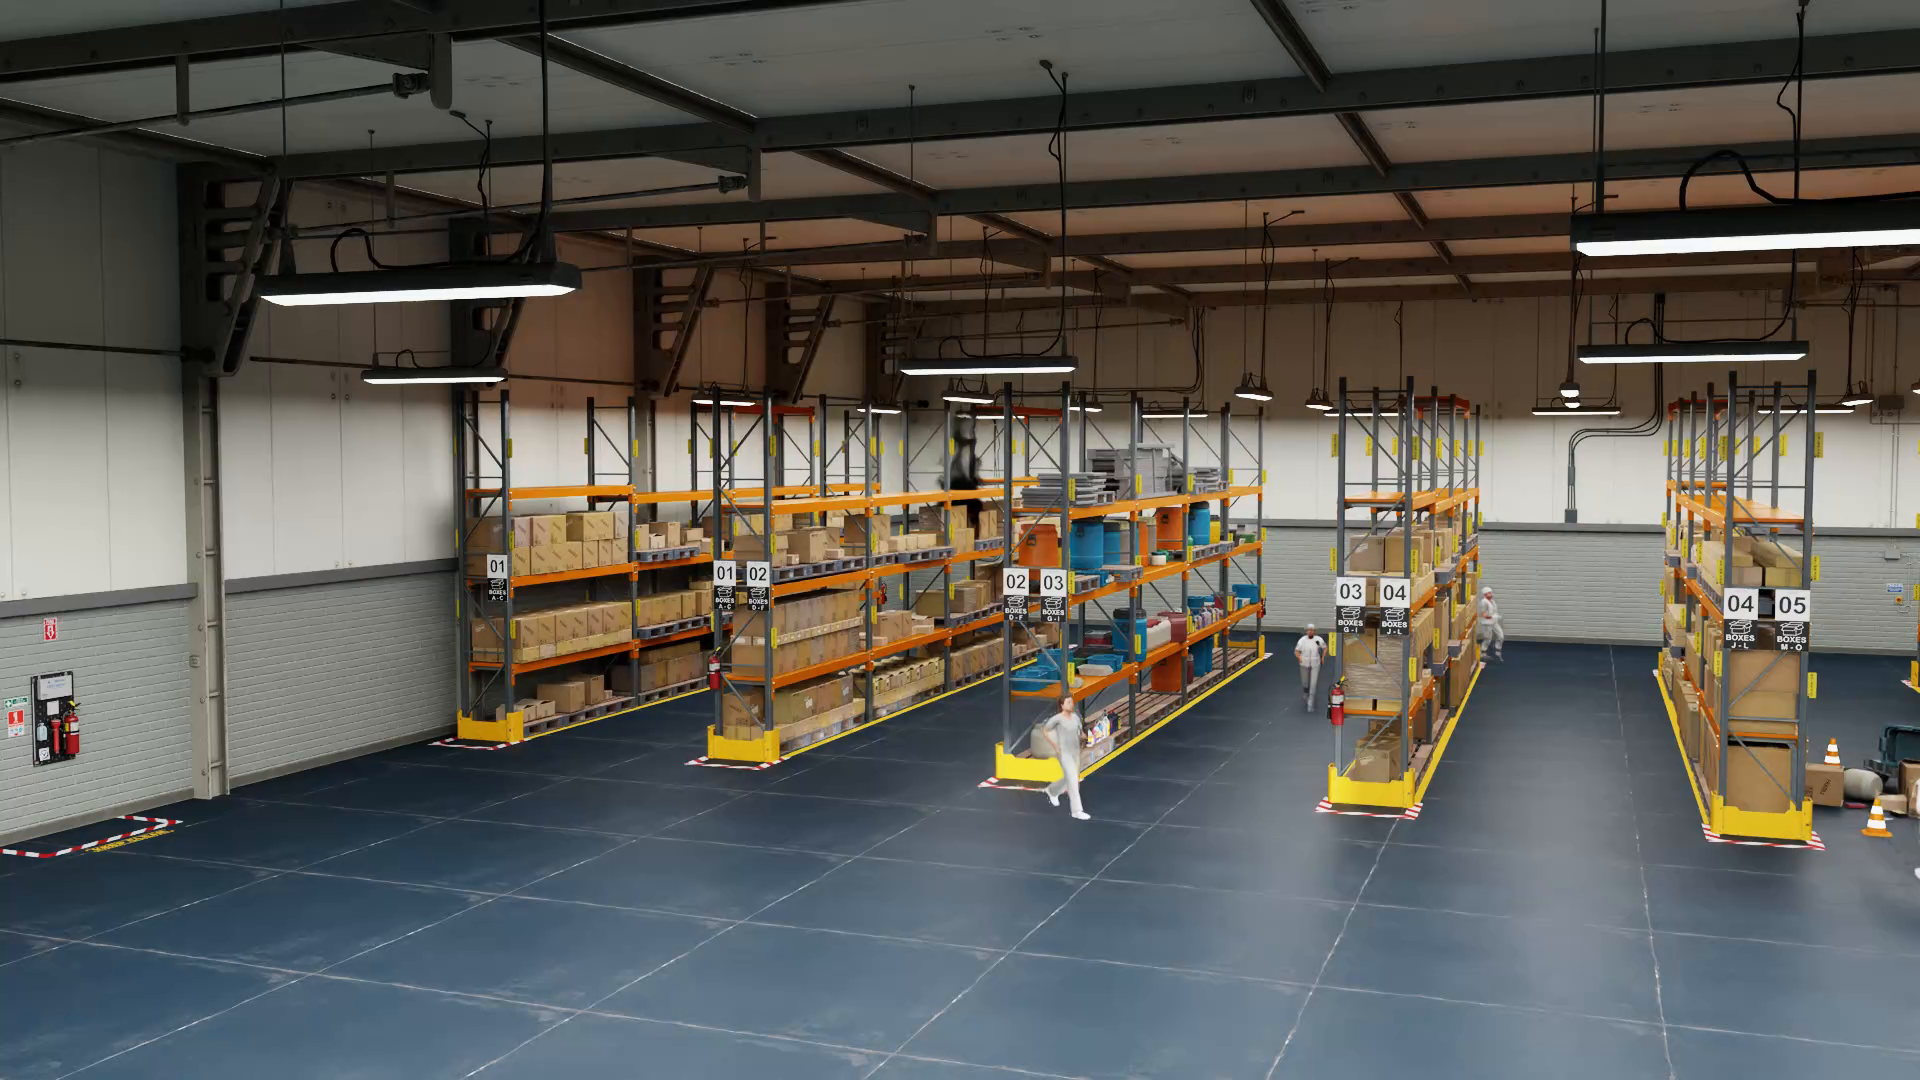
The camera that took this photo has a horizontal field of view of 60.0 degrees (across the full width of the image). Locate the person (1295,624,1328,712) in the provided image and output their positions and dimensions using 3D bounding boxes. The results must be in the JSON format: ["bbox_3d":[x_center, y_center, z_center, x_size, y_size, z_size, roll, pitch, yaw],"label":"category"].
[{"bbox_3d":[6.750,2.437,31.984,0.615,1.664,0.823,1,3,15],"label":"person"}]

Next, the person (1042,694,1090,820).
[{"bbox_3d":[1.443,2.914,22.586,0.573,1.645,0.939,-3,4,-40],"label":"person"}]

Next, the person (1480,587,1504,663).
[{"bbox_3d":[12.355,1.994,38.835,0.666,1.809,0.685,-2,4,-35],"label":"person"}]
